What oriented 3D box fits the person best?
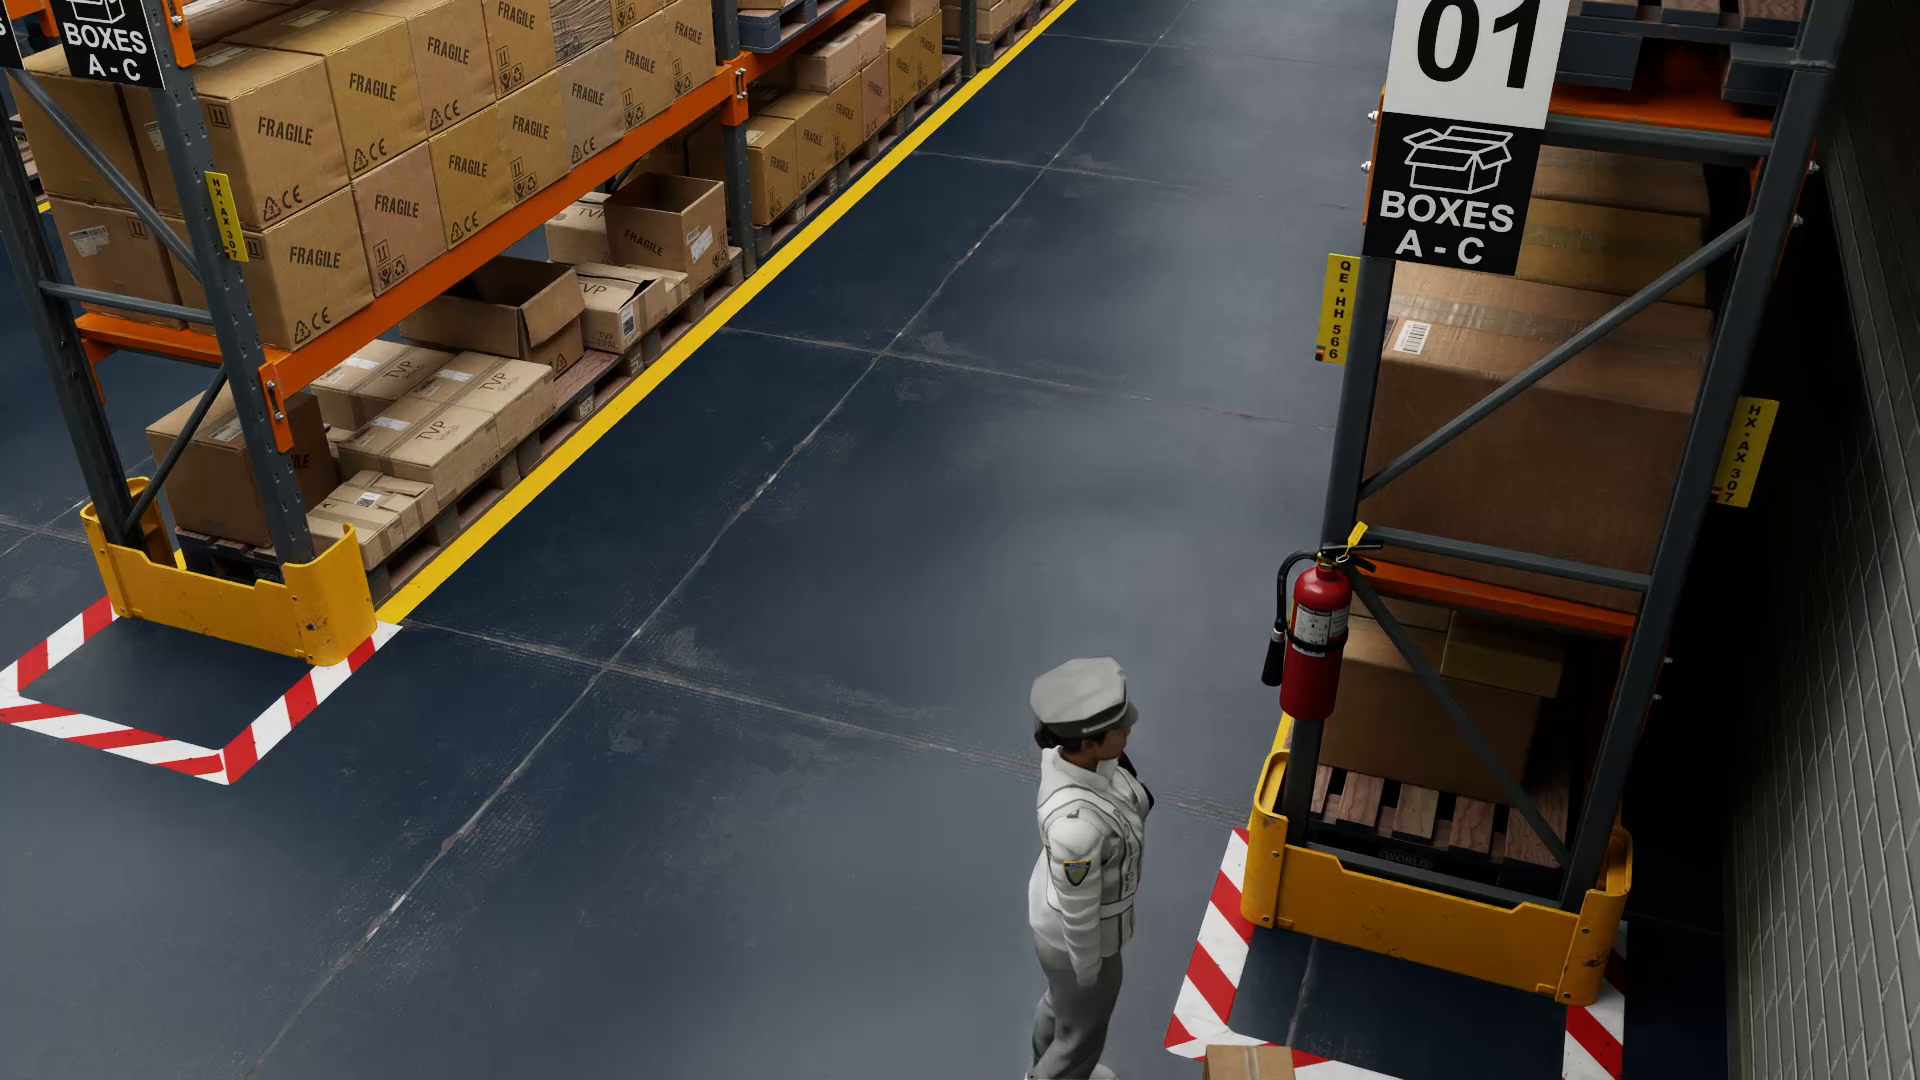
[{"bbox_3d":[0.345,1.032,4.565,0.343,1.679,0.466,2,33,3],"label":"person"}]
